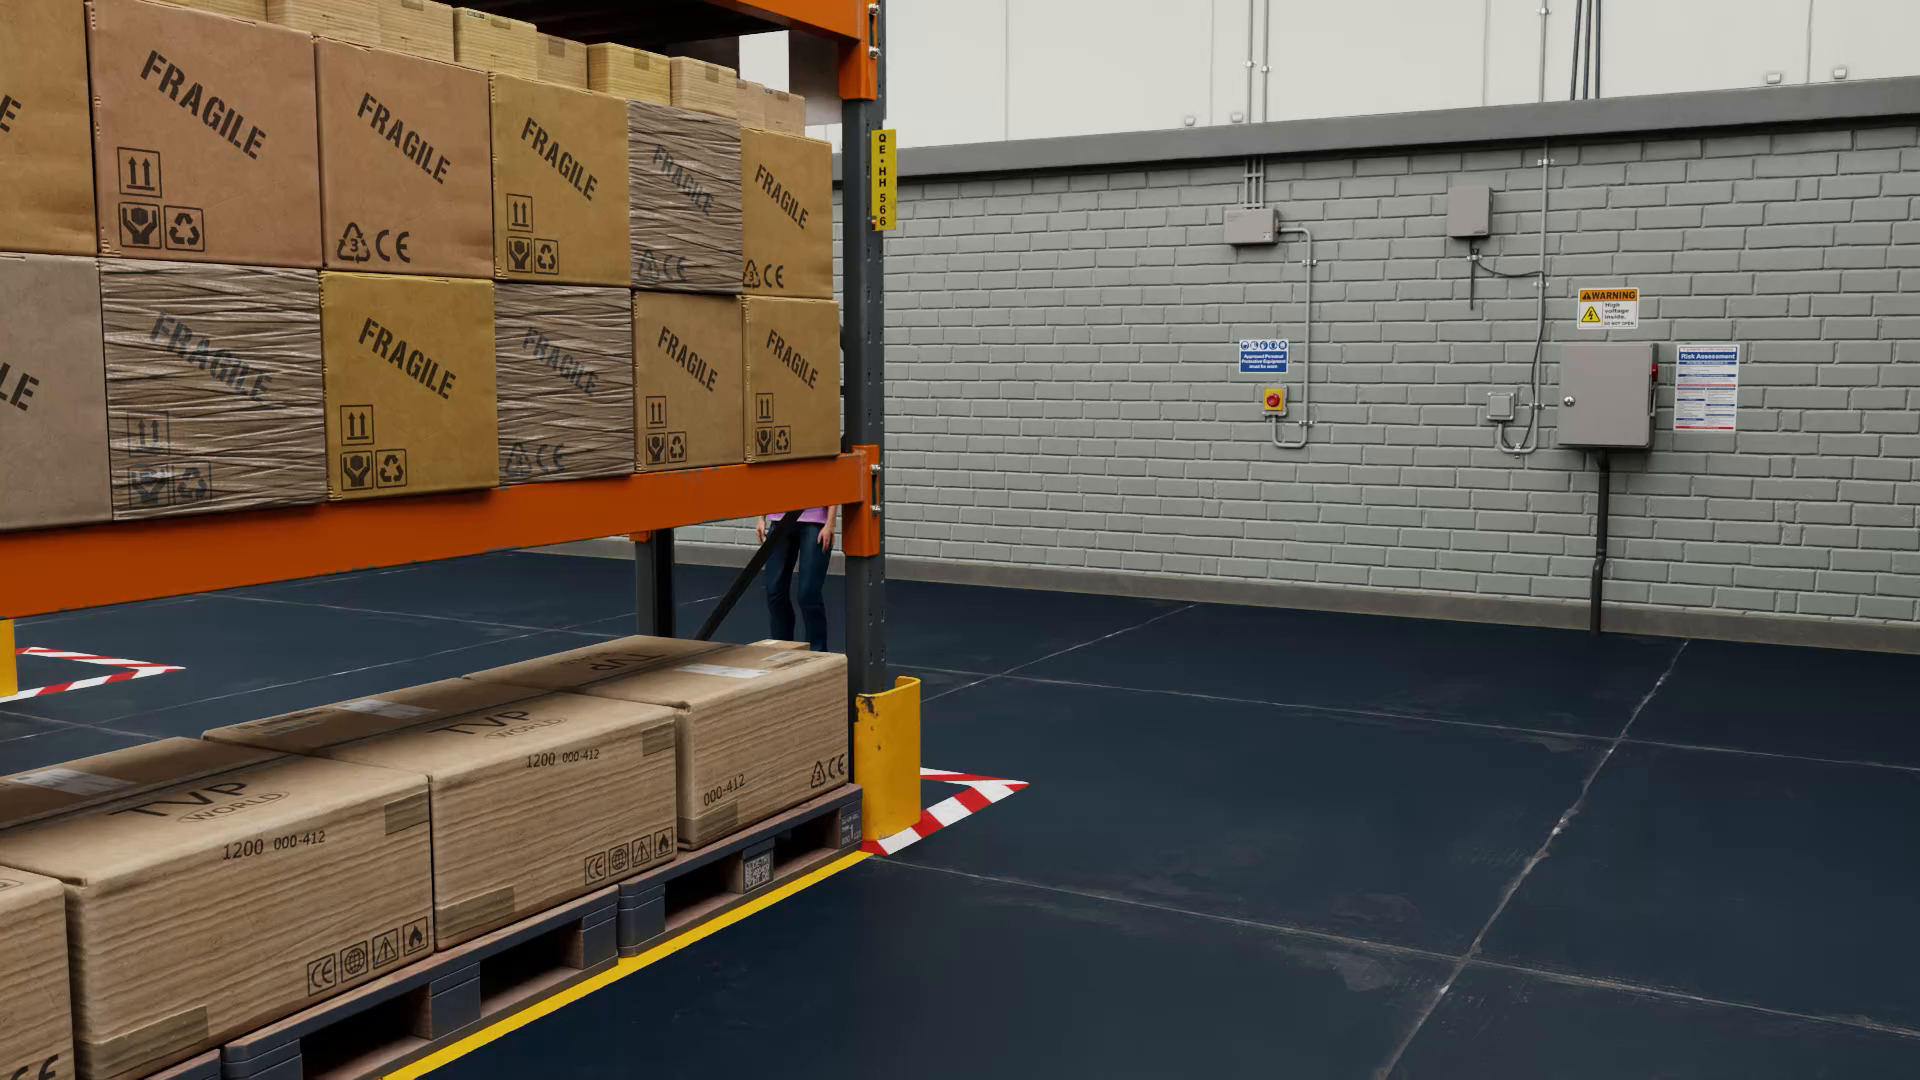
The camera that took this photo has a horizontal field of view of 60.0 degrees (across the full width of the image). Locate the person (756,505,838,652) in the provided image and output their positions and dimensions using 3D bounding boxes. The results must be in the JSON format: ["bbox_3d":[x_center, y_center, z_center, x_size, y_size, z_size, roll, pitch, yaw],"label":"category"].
[{"bbox_3d":[-0.793,-0.061,8.135,0.460,1.592,0.367,3,7,29],"label":"person"}]
